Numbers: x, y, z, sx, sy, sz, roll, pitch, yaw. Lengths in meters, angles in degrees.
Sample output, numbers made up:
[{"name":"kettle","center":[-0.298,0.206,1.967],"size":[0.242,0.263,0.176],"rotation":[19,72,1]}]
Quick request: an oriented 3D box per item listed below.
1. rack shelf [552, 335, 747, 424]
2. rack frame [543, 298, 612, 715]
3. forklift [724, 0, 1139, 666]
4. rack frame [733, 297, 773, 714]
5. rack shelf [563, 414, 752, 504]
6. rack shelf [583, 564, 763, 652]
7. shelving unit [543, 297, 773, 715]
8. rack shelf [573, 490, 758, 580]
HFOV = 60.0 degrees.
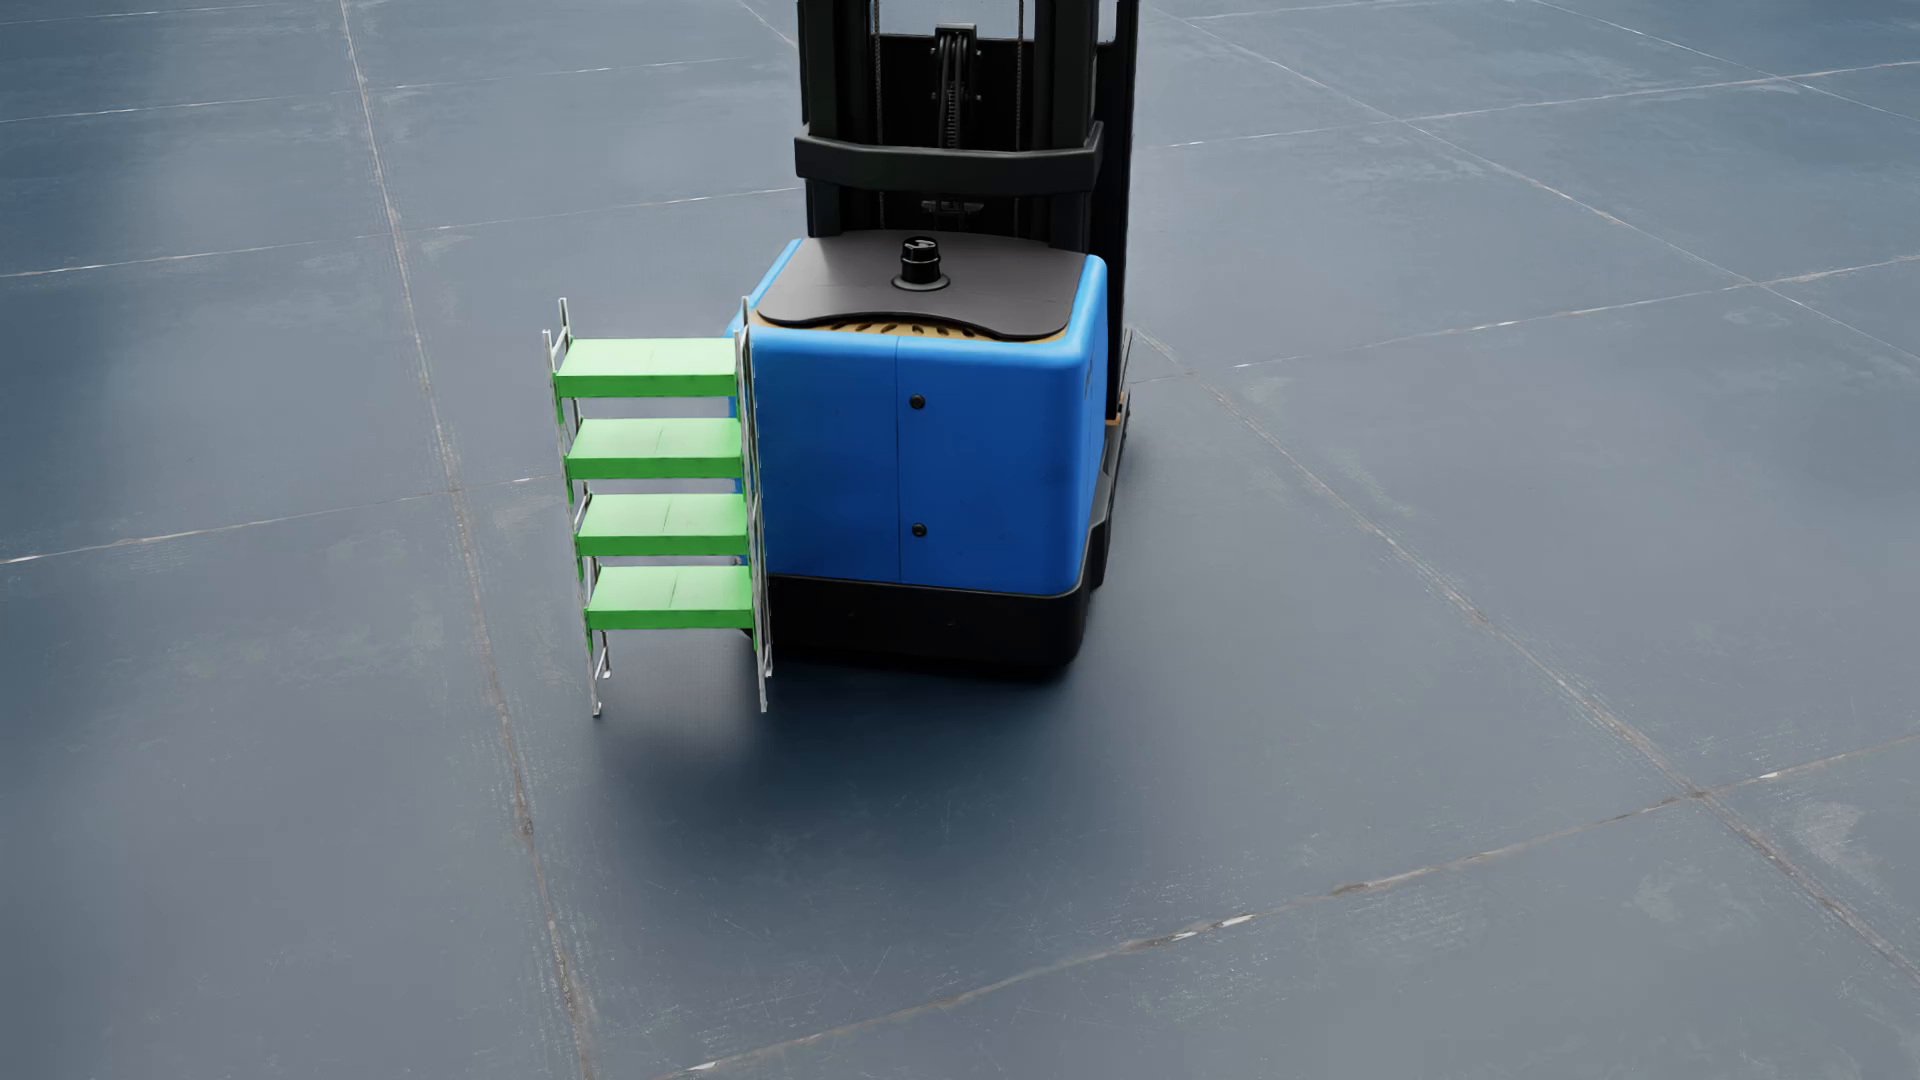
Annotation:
[{"name":"rack shelf","center":[-0.820,-0.433,4.457],"size":[0.480,0.148,0.258],"rotation":[0,30,-1]},{"name":"rack frame","center":[-1.064,-0.069,4.660],"size":[0.015,1.200,0.240],"rotation":[0,30,-1]},{"name":"forklift","center":[0.062,-1.608,5.612],"size":[1.130,2.935,3.031],"rotation":[5,30,8]},{"name":"rack frame","center":[-0.576,-0.074,4.667],"size":[0.015,1.200,0.240],"rotation":[0,30,-1]},{"name":"rack shelf","center":[-0.820,-0.224,4.576],"size":[0.480,0.148,0.258],"rotation":[0,30,-1]},{"name":"rack shelf","center":[-0.820,0.193,4.814],"size":[0.480,0.148,0.258],"rotation":[0,30,-1]},{"name":"shelving unit","center":[-0.820,-0.071,4.663],"size":[0.503,1.200,0.258],"rotation":[0,30,-1]},{"name":"rack shelf","center":[-0.820,-0.016,4.695],"size":[0.480,0.148,0.258],"rotation":[0,30,-1]}]
